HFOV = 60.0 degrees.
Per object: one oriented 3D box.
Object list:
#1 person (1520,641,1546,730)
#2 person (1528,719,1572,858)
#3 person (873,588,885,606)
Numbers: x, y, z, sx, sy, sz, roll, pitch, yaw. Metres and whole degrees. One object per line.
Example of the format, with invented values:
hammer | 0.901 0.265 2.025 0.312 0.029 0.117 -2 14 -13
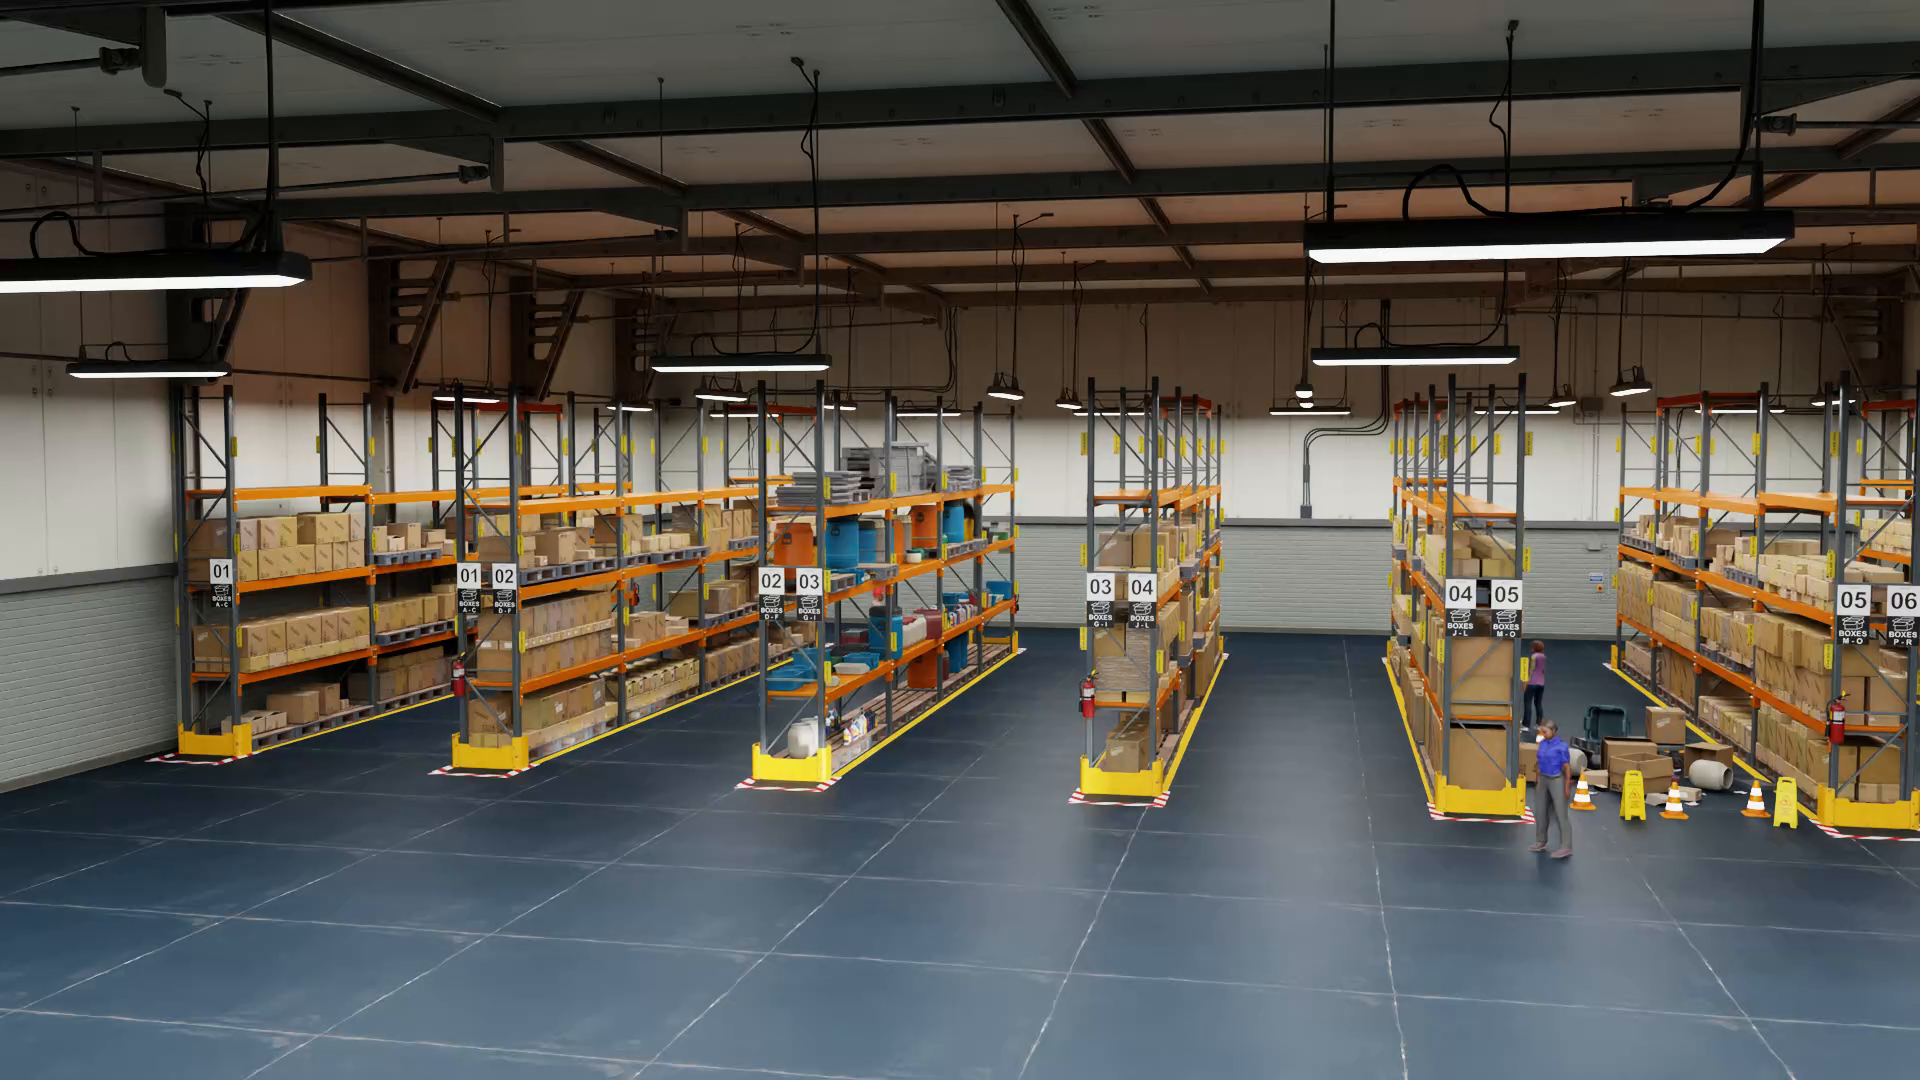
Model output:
person | 10.137 2.578 29.388 0.503 1.588 0.347 -1 3 -21
person | 7.258 3.029 20.450 0.371 1.654 0.535 -2 4 -28
person | -1.671 1.935 35.954 0.450 1.779 0.627 -1 3 -11
